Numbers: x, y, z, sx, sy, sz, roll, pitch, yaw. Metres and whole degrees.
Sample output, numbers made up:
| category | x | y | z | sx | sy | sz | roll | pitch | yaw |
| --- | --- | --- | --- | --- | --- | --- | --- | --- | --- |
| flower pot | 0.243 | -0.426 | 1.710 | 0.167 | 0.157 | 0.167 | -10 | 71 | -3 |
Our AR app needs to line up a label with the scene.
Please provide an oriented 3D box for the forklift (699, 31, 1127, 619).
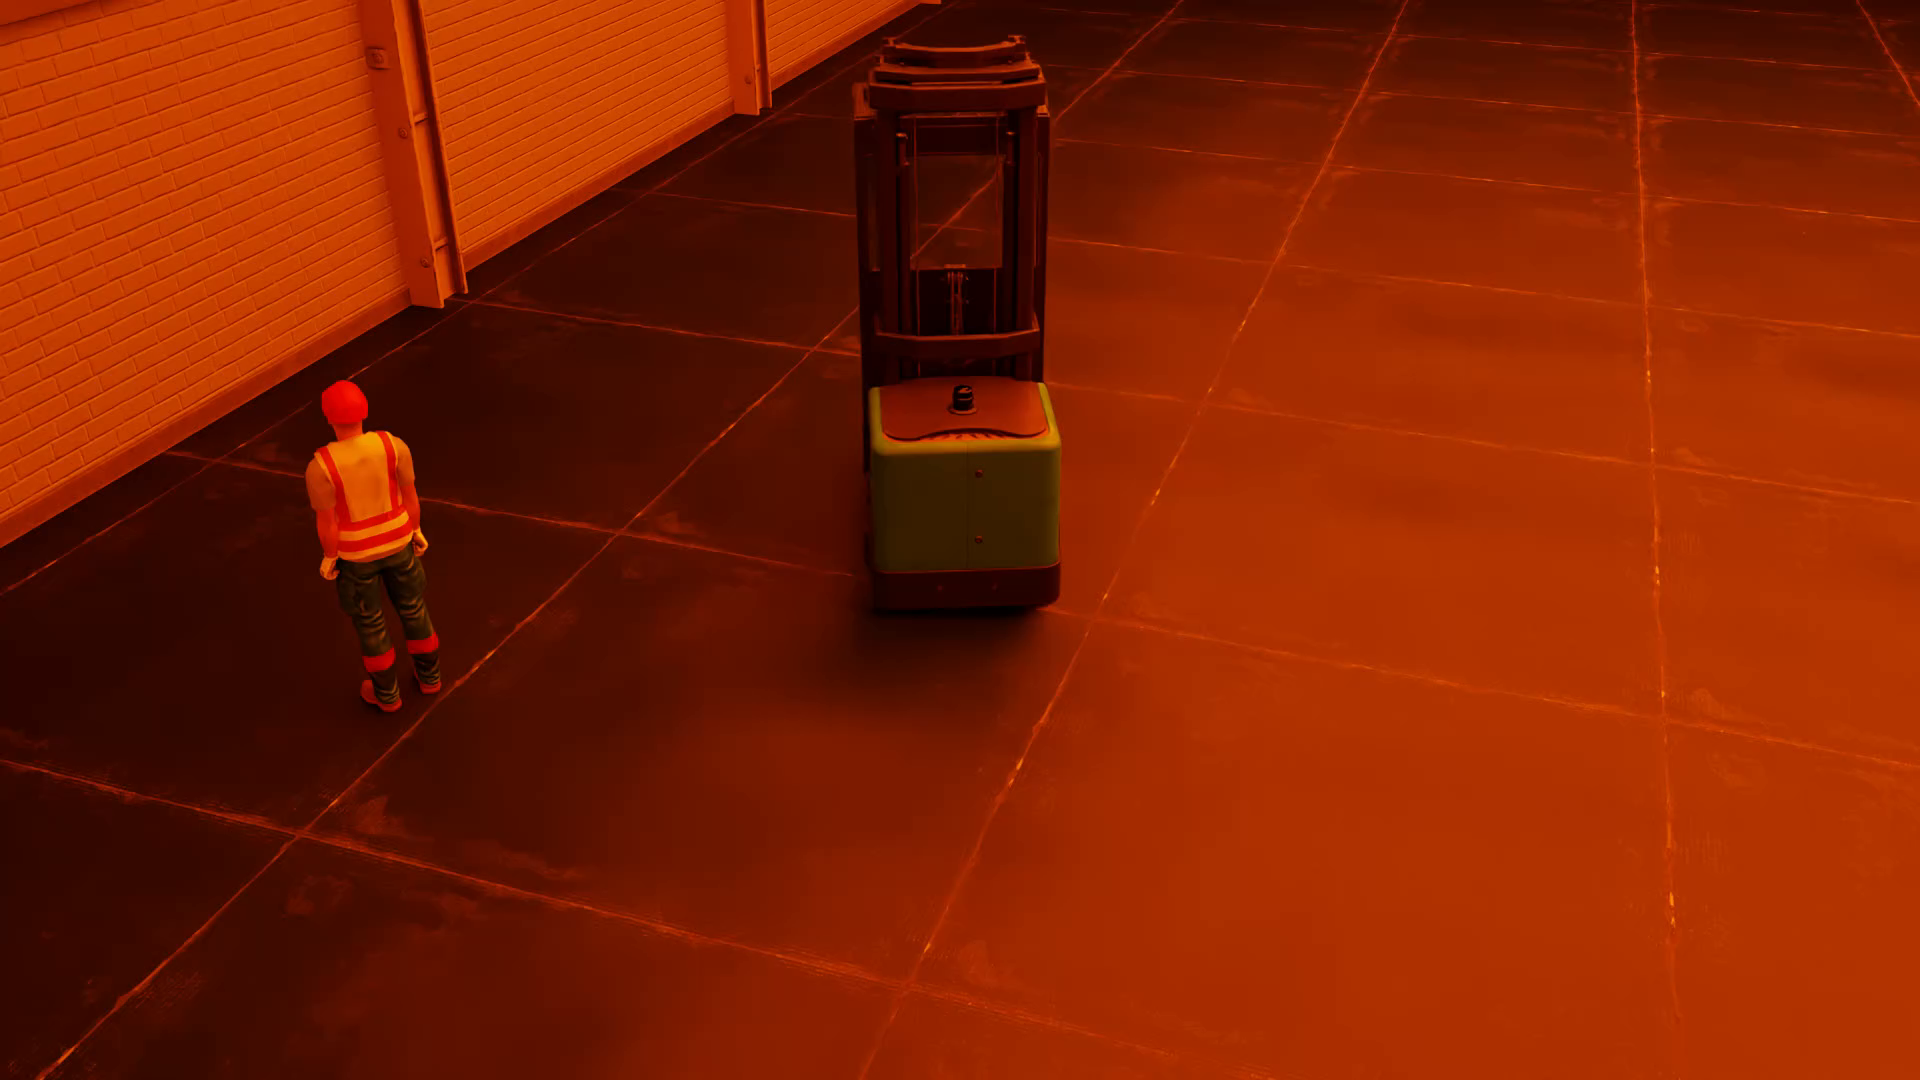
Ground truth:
| category | x | y | z | sx | sy | sz | roll | pitch | yaw |
| --- | --- | --- | --- | --- | --- | --- | --- | --- | --- |
| forklift | -0.440 | -1.469 | 9.714 | 1.130 | 2.935 | 3.031 | -26 | 39 | -38 |

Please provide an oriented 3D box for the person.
| category | x | y | z | sx | sy | sz | roll | pitch | yaw |
| --- | --- | --- | --- | --- | --- | --- | --- | --- | --- |
| person | -2.917 | 0.030 | 8.237 | 0.536 | 1.795 | 0.373 | -22 | 36 | -33 |
